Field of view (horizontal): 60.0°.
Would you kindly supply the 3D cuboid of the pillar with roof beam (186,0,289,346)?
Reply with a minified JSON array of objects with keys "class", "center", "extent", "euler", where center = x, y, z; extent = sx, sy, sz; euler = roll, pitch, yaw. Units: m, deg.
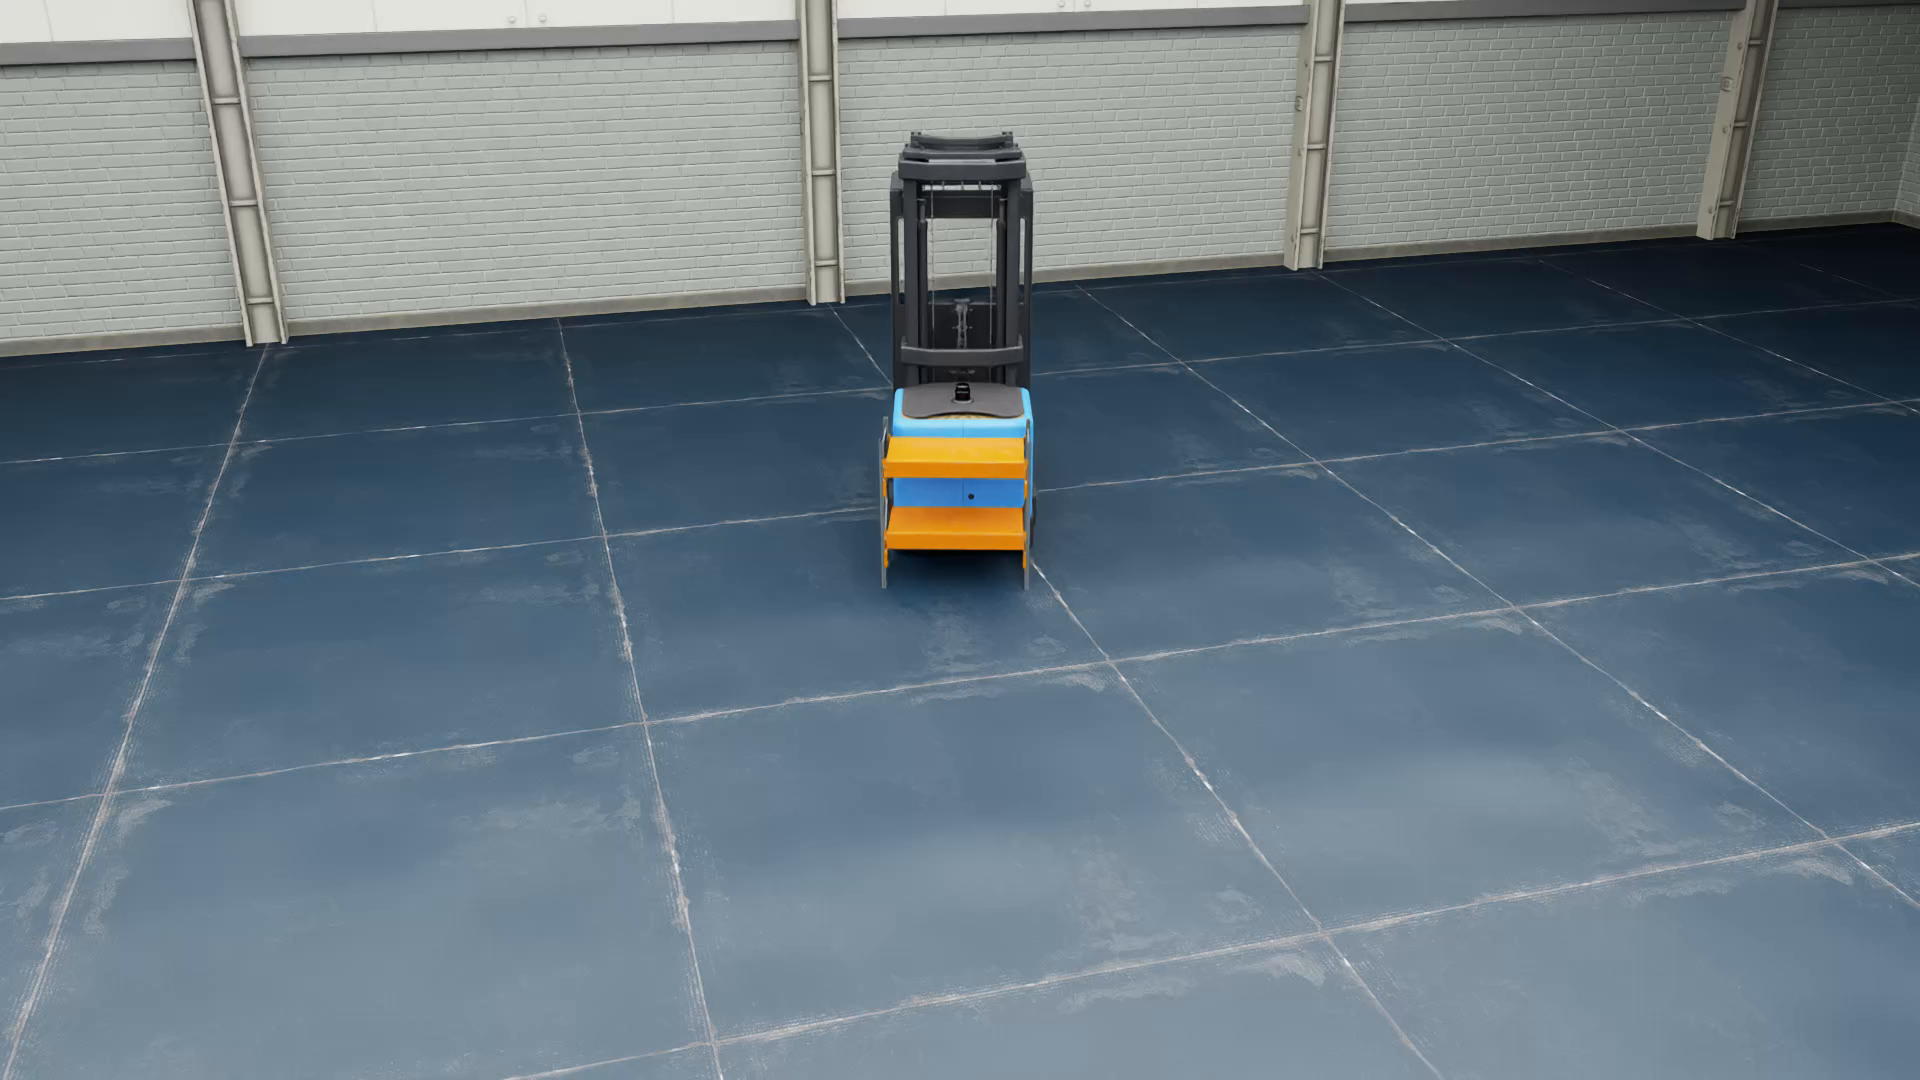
[{"class":"pillar with roof beam","center":[-6.156,-4.609,12.009],"extent":[0.400,9.000,9.100],"euler":[-6,24,-14]}]

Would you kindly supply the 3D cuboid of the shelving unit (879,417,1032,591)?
[{"class":"shelving unit","center":[-0.028,-0.257,11.853],"extent":[1.048,1.125,0.538],"euler":[1,23,1]}]

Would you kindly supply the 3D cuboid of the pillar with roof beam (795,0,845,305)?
[{"class":"pillar with roof beam","center":[-0.379,-5.248,13.498],"extent":[0.400,9.000,9.100],"euler":[-6,24,-14]}]

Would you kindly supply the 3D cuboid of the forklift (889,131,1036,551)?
[{"class":"forklift","center":[0.009,-1.799,13.157],"extent":[1.130,2.935,3.031],"euler":[0,23,-1]}]

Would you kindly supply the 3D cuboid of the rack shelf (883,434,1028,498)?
[{"class":"rack shelf","center":[-0.028,-0.526,11.737],"extent":[1.000,0.278,0.538],"euler":[1,23,1]}]

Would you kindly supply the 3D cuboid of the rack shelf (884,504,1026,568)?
[{"class":"rack shelf","center":[-0.028,-0.032,11.949],"extent":[1.000,0.278,0.538],"euler":[1,23,1]}]

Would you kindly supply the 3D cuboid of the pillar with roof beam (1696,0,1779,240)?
[{"class":"pillar with roof beam","center":[11.175,-6.526,16.477],"extent":[0.400,9.000,9.100],"euler":[-6,24,-14]}]

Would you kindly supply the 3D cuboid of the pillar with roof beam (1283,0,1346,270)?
[{"class":"pillar with roof beam","center":[5.398,-5.887,14.987],"extent":[0.400,9.000,9.100],"euler":[-6,24,-14]}]

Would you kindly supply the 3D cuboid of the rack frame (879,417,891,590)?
[{"class":"rack frame","center":[-0.536,-0.262,11.864],"extent":[0.032,1.125,0.500],"euler":[1,23,1]}]

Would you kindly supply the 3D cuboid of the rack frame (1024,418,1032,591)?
[{"class":"rack frame","center":[0.480,-0.252,11.842],"extent":[0.032,1.125,0.500],"euler":[1,23,1]}]
